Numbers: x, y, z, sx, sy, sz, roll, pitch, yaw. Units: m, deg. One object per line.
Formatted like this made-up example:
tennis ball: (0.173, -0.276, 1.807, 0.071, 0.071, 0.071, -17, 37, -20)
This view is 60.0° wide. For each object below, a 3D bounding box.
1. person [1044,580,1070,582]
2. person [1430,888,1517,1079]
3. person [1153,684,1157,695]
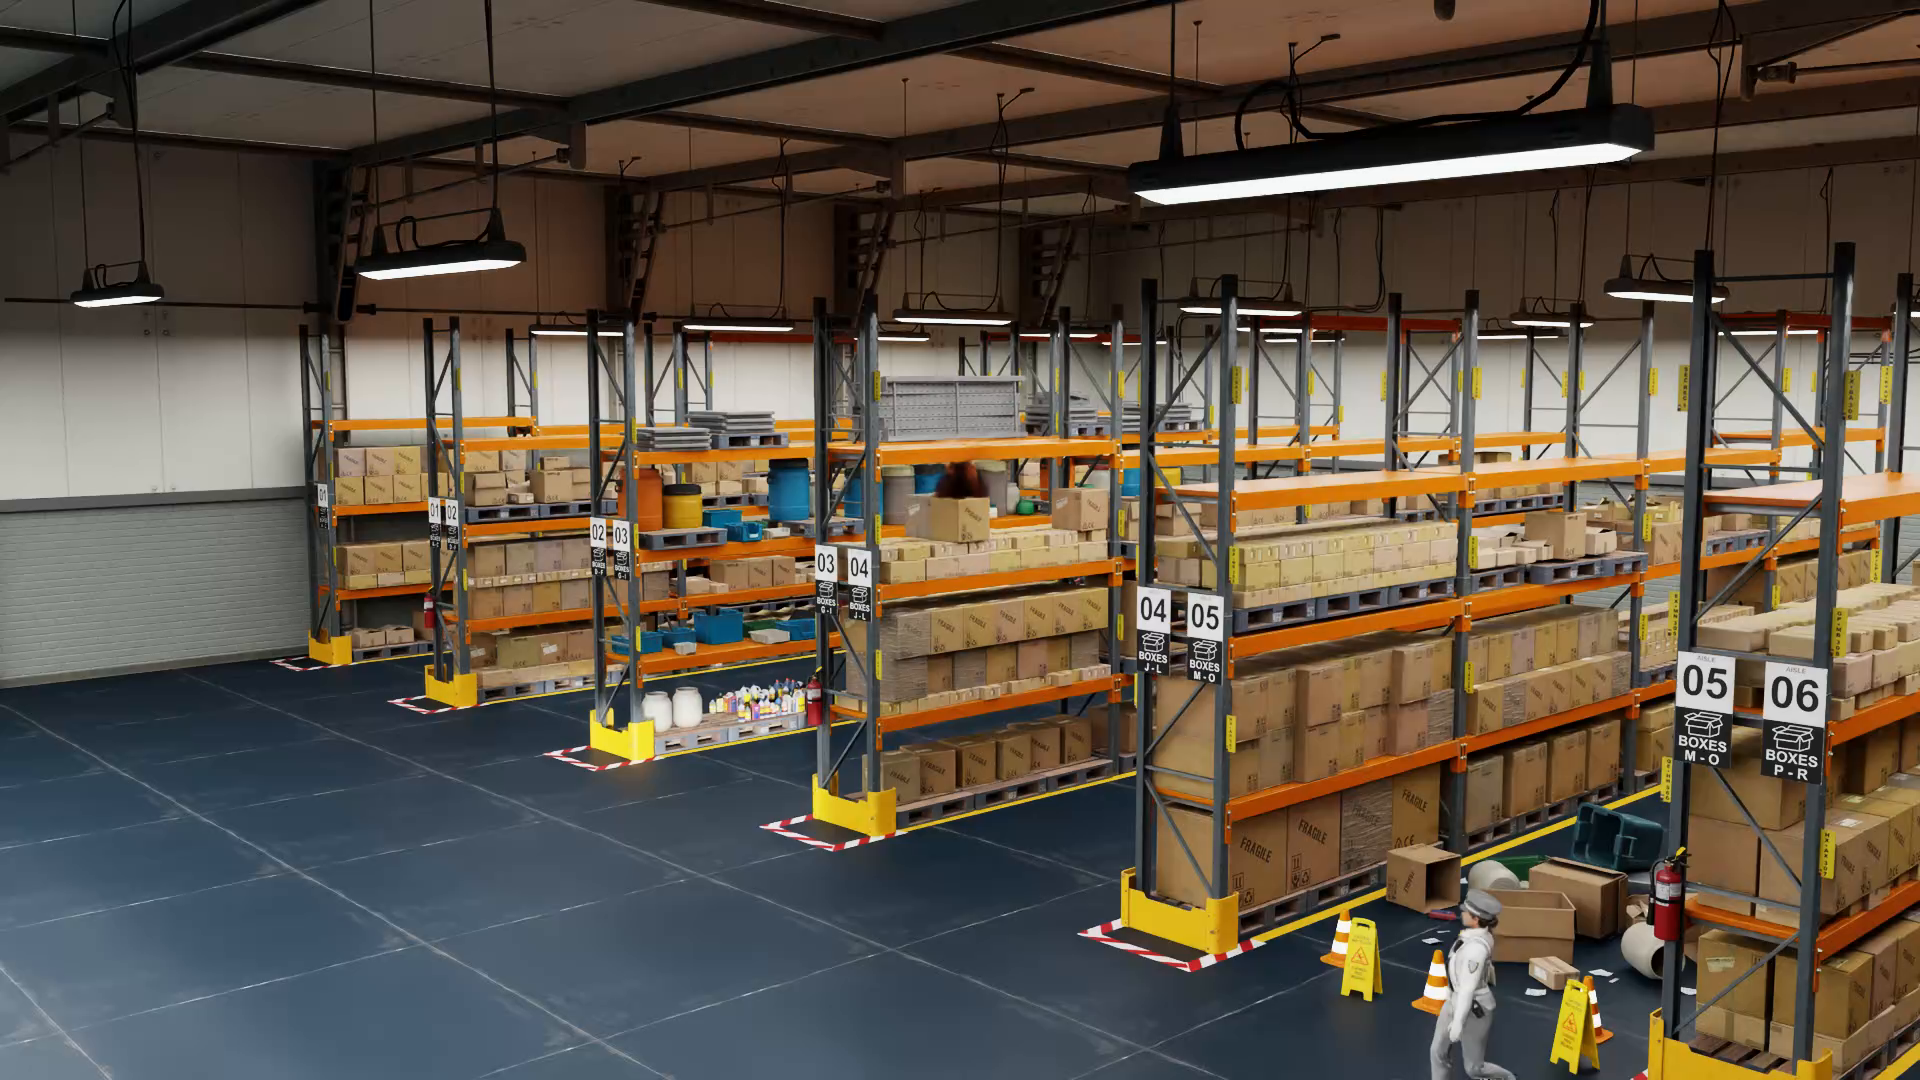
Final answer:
person: (1.917, 0.965, 32.876, 0.615, 1.789, 0.520, -3, 7, -30)
person: (3.538, 3.189, 11.390, 0.785, 1.649, 0.540, 0, 6, -5)
person: (2.732, 1.753, 25.036, 0.542, 1.739, 0.975, 6, 8, 44)
